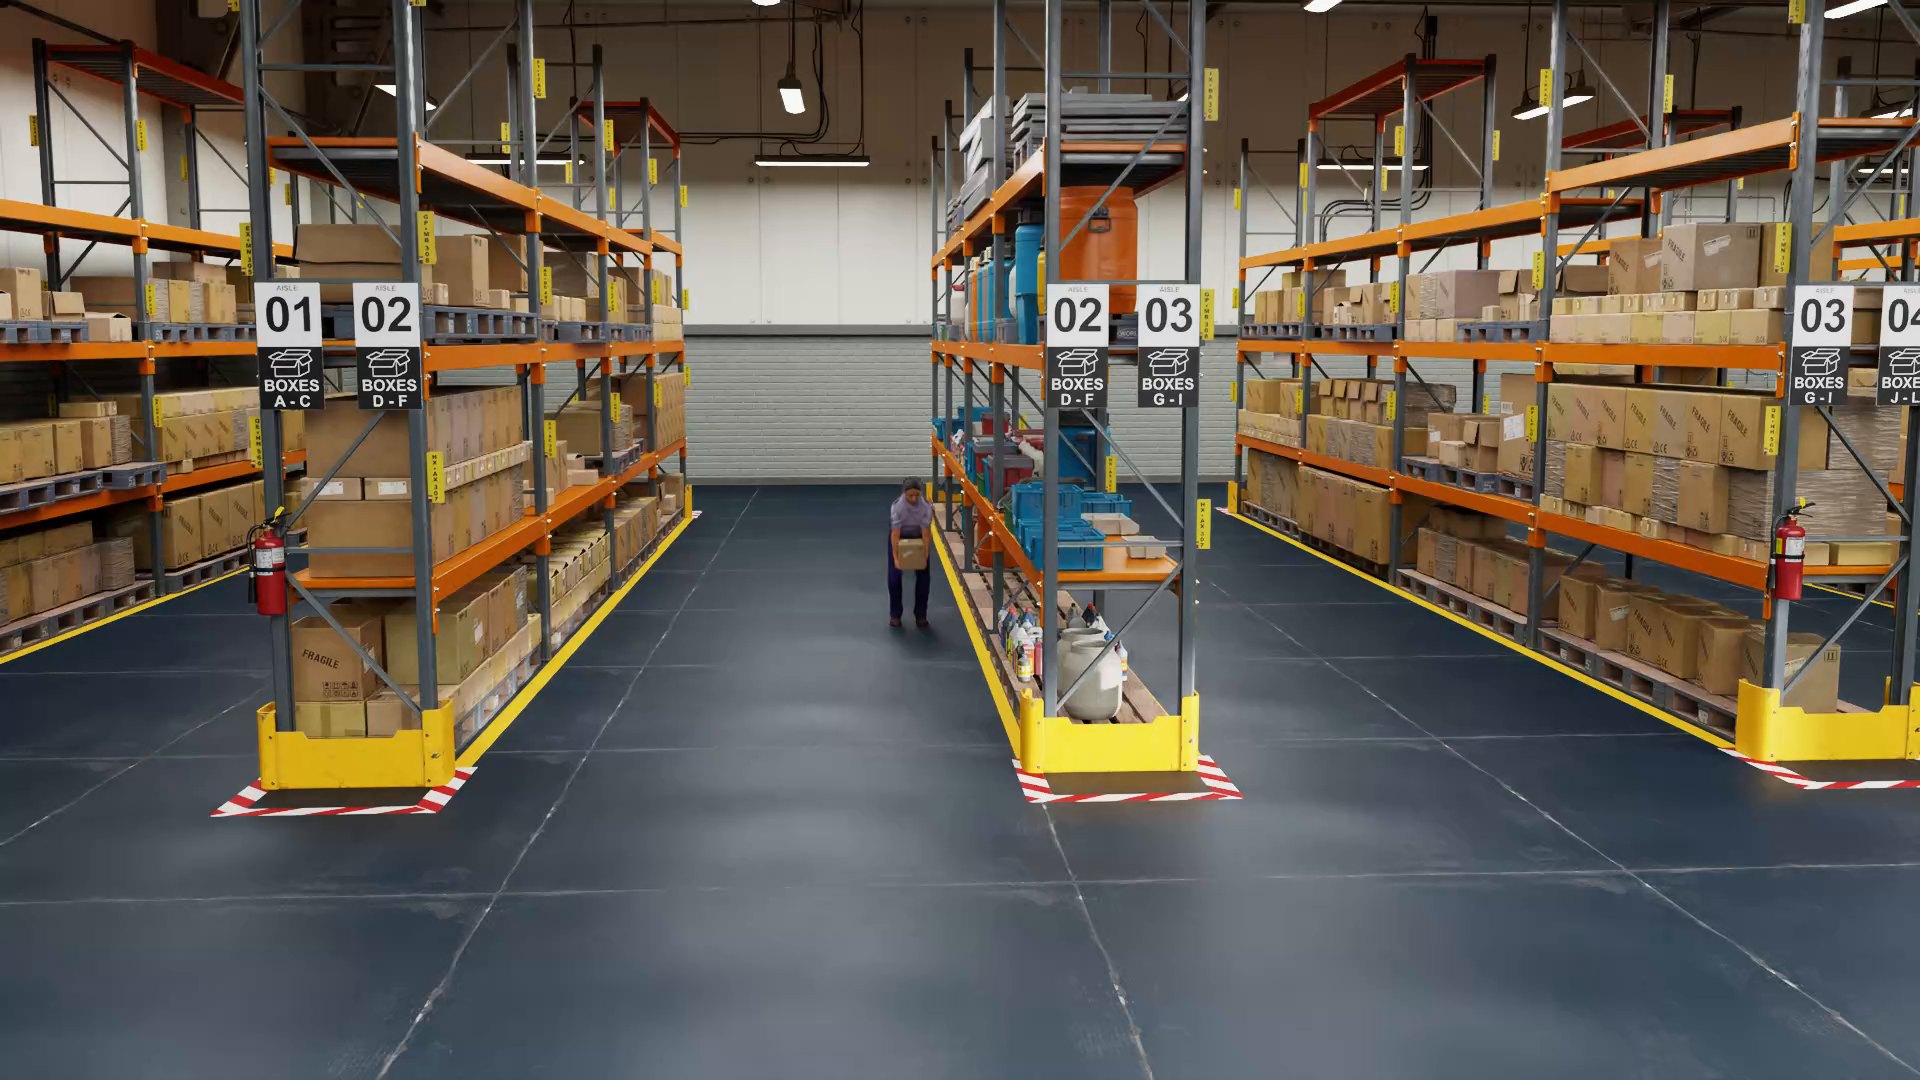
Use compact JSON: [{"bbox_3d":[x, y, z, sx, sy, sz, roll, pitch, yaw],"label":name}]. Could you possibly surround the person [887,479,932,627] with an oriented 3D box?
[{"bbox_3d":[-0.500,0.120,16.489,0.436,1.497,0.674,-1,7,-5],"label":"person"}]
